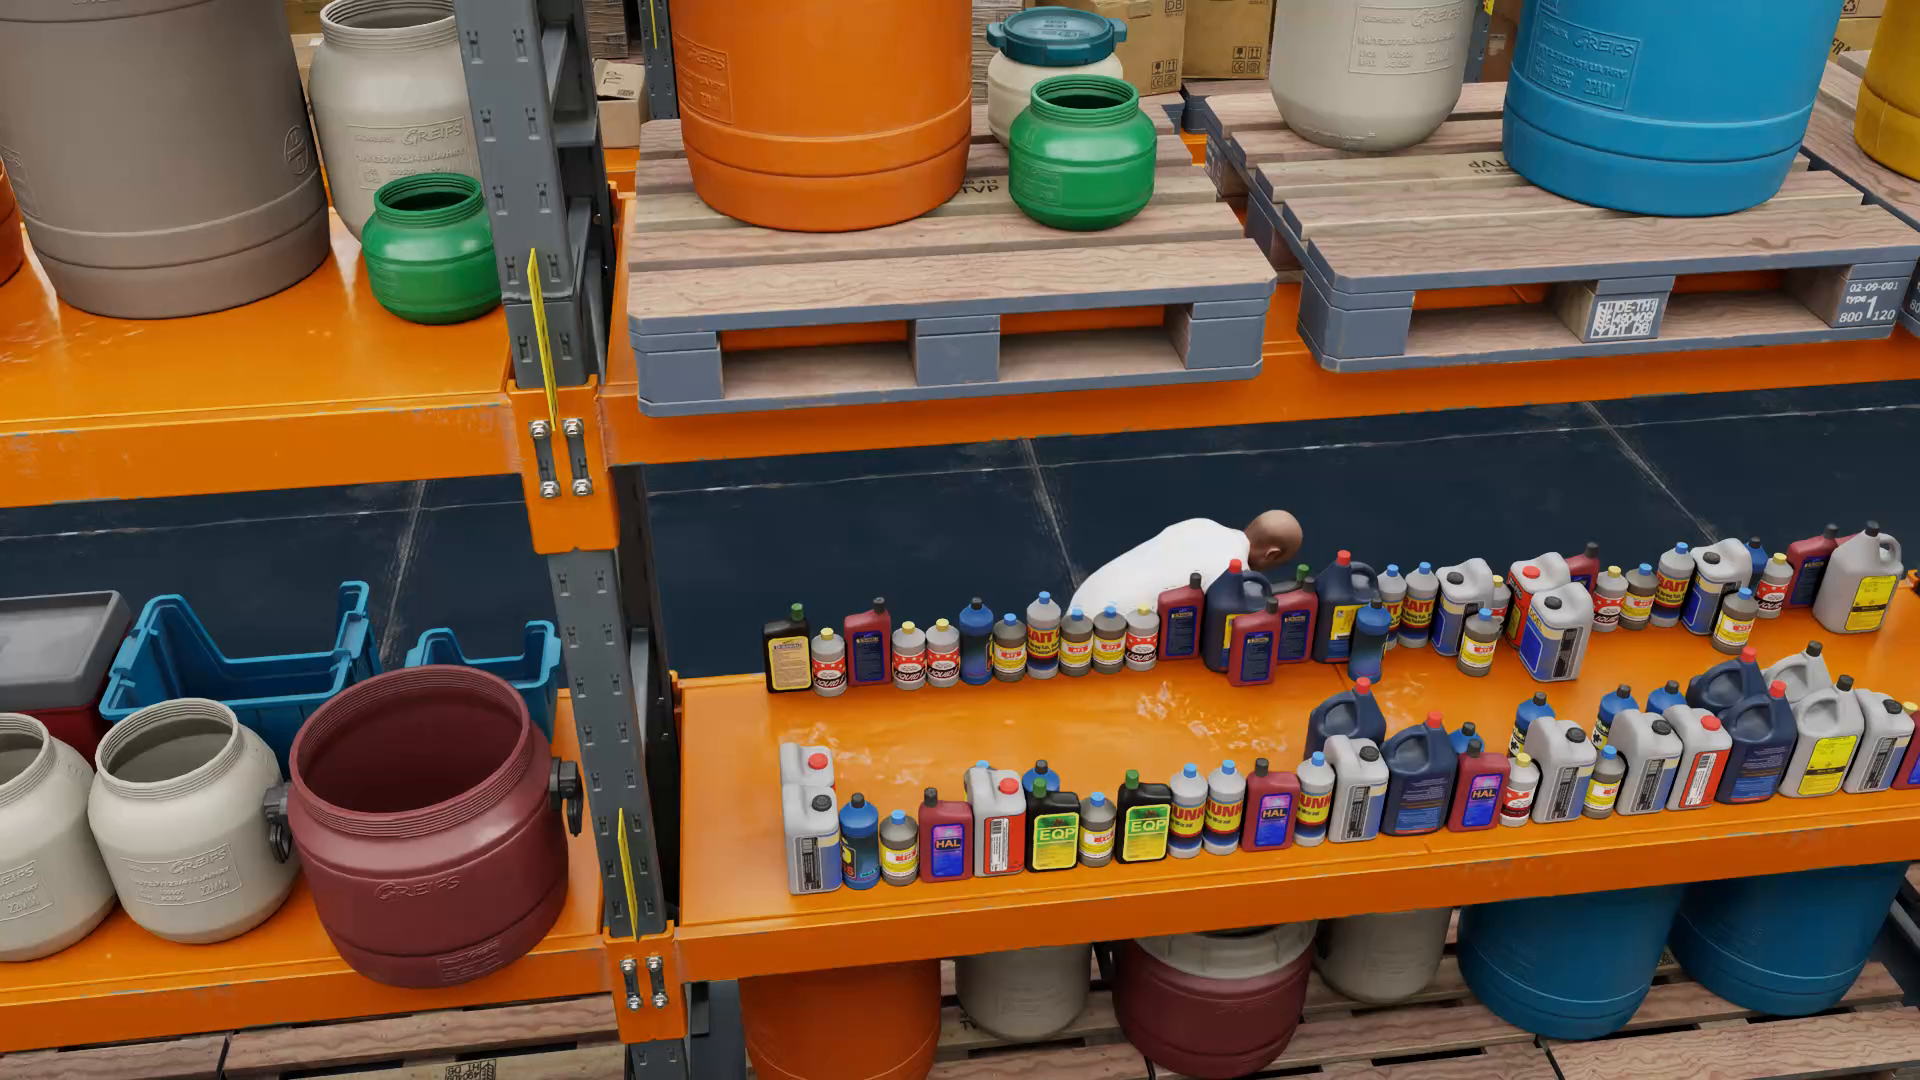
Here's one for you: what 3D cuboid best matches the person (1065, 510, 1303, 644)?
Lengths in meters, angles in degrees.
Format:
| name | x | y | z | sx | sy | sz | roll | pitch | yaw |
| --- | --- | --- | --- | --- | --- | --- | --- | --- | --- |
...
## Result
| name | x | y | z | sx | sy | sz | roll | pitch | yaw |
| --- | --- | --- | --- | --- | --- | --- | --- | --- | --- |
| person | 0.854 | 0.370 | 6.302 | 0.937 | 1.005 | 0.584 | -5 | 35 | -8 |
